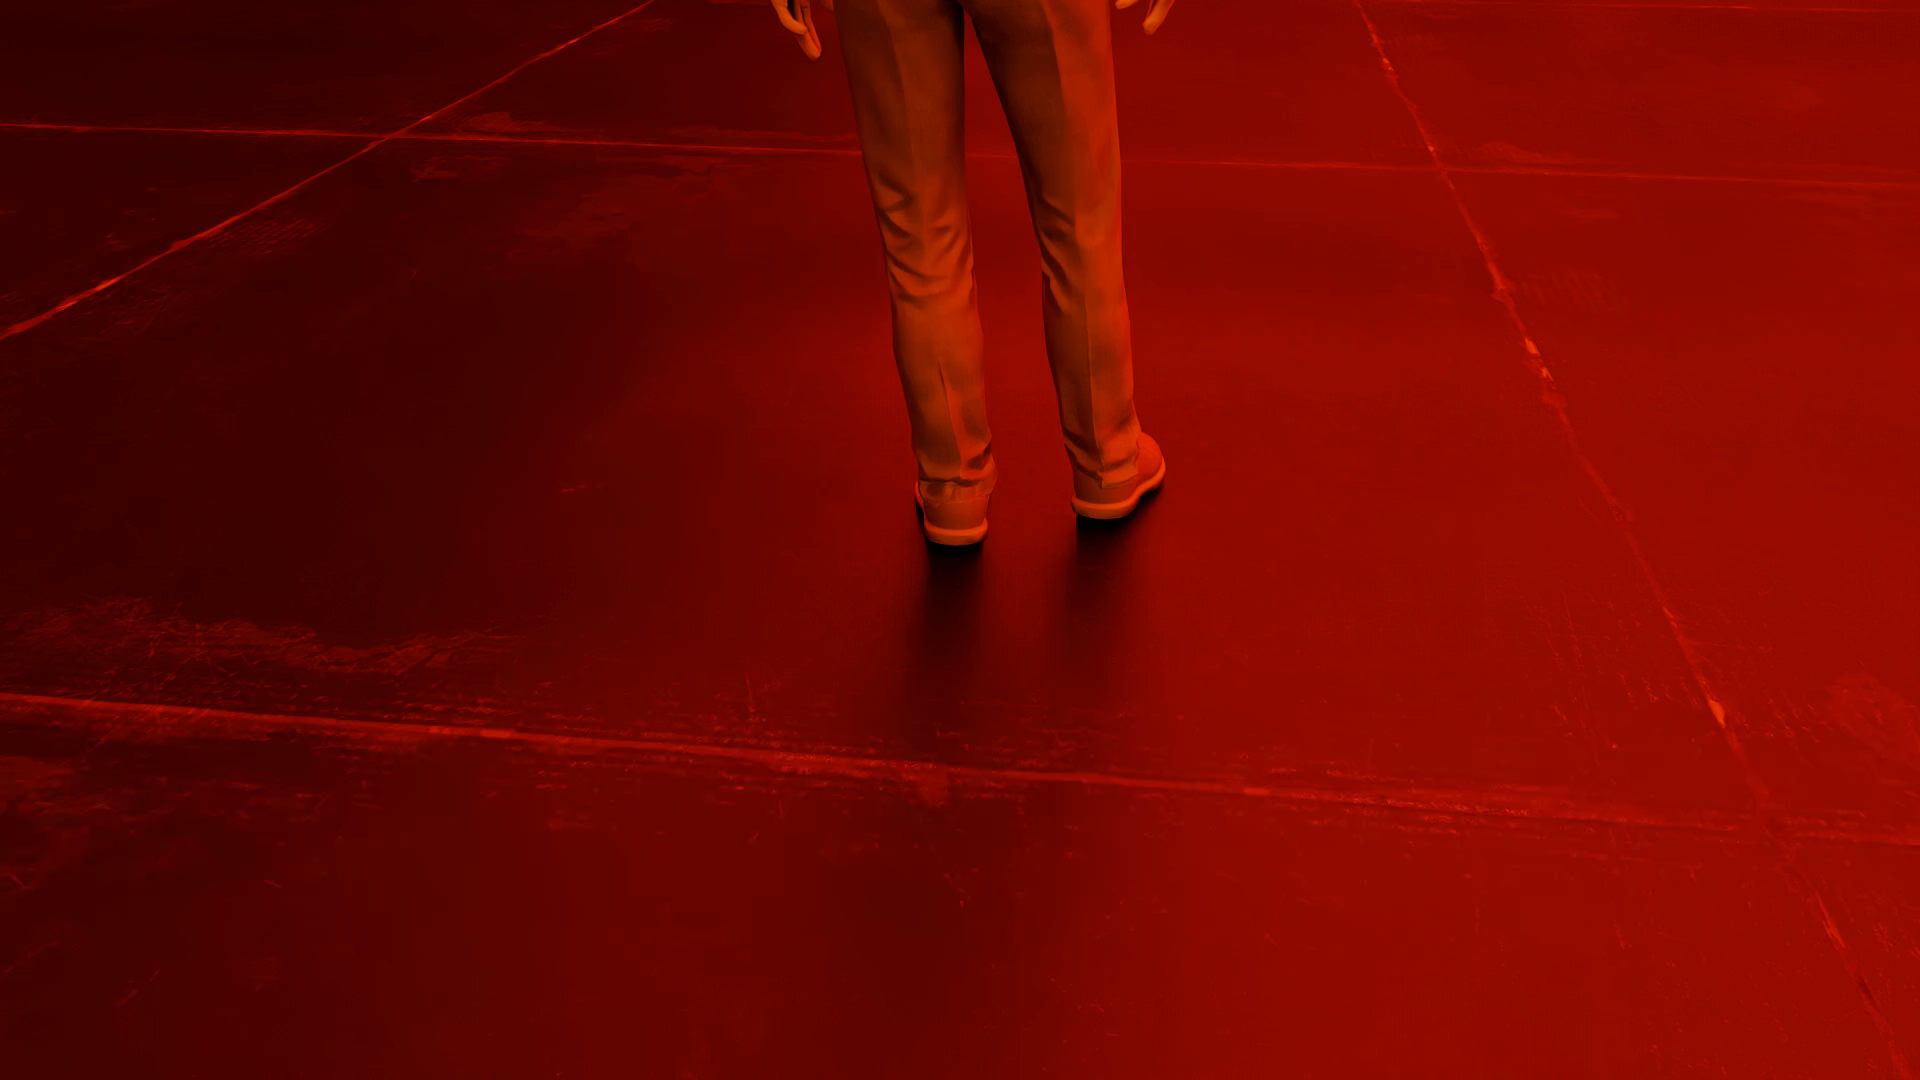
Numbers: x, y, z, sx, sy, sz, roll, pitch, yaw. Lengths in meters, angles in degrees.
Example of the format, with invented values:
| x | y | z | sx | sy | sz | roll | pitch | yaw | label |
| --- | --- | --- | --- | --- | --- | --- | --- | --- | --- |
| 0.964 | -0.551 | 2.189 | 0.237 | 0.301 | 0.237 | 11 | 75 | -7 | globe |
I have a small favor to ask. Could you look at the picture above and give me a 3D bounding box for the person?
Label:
| x | y | z | sx | sy | sz | roll | pitch | yaw | label |
| --- | --- | --- | --- | --- | --- | --- | --- | --- | --- |
| 0.016 | -0.795 | 2.179 | 0.586 | 1.694 | 0.530 | 3 | 27 | 7 | person |
